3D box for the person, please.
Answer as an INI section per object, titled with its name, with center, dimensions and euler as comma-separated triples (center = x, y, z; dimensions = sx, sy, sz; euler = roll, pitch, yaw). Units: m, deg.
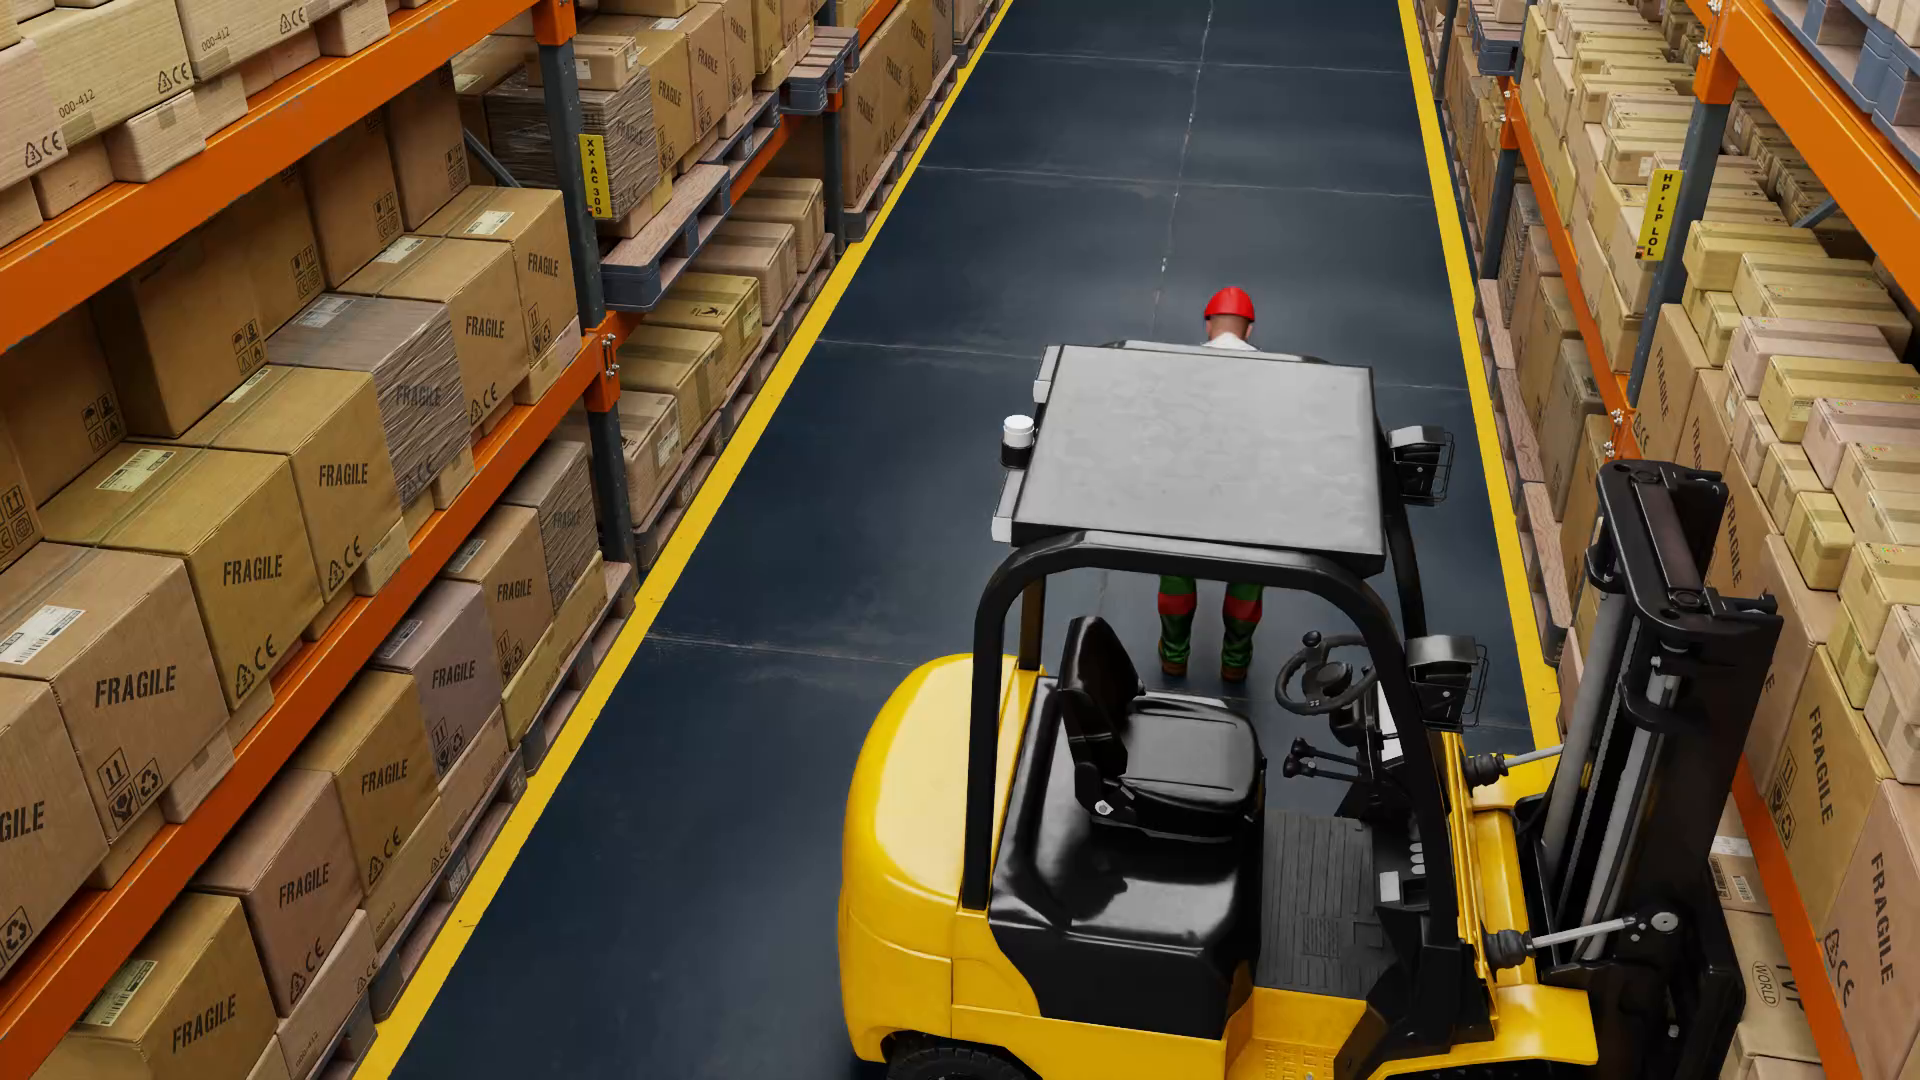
[person]
center = 1.053, -0.221, 6.756
dimensions = 0.492, 1.478, 0.851
euler = 4, 32, 7
